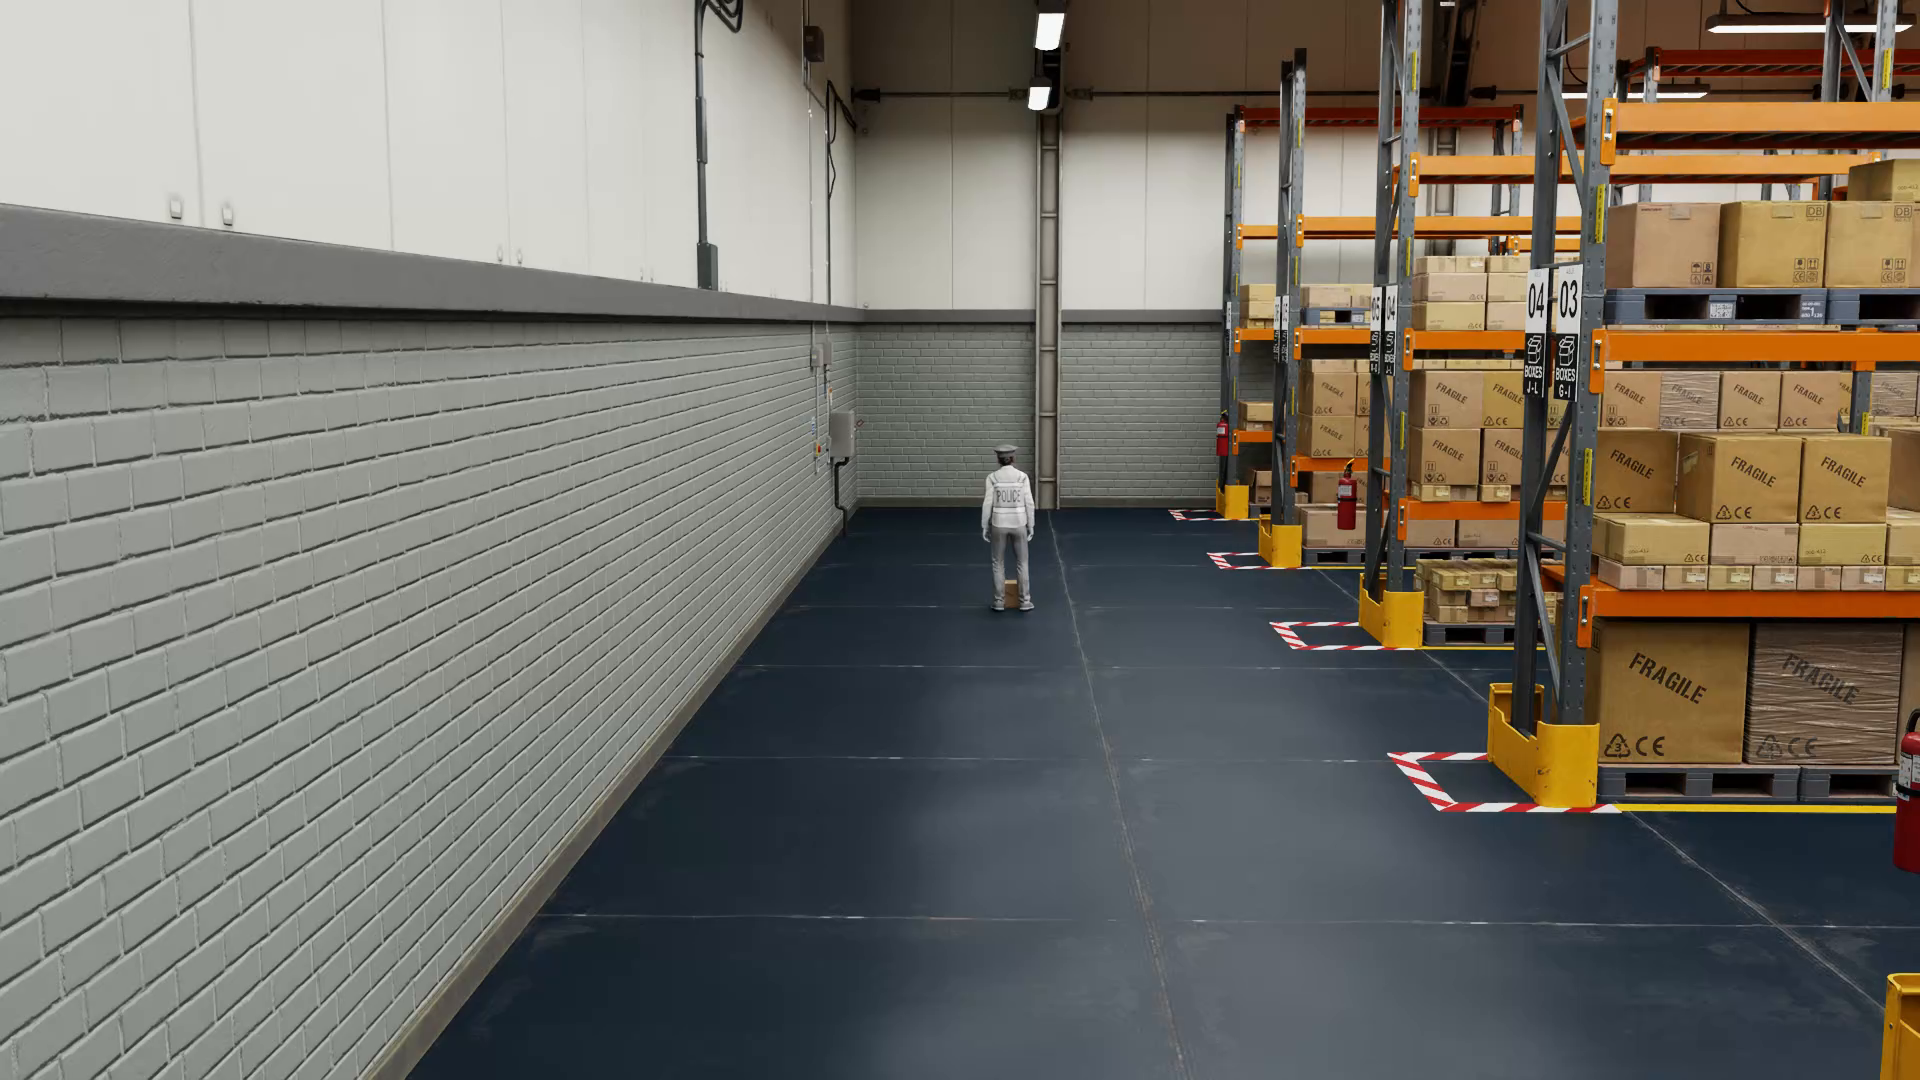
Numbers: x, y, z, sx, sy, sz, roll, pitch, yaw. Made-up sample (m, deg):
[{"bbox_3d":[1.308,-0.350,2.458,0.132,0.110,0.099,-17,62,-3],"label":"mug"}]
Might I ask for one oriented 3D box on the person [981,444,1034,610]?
[{"bbox_3d":[0.480,-0.120,16.688,0.546,1.665,0.374,0,7,-2],"label":"person"}]
